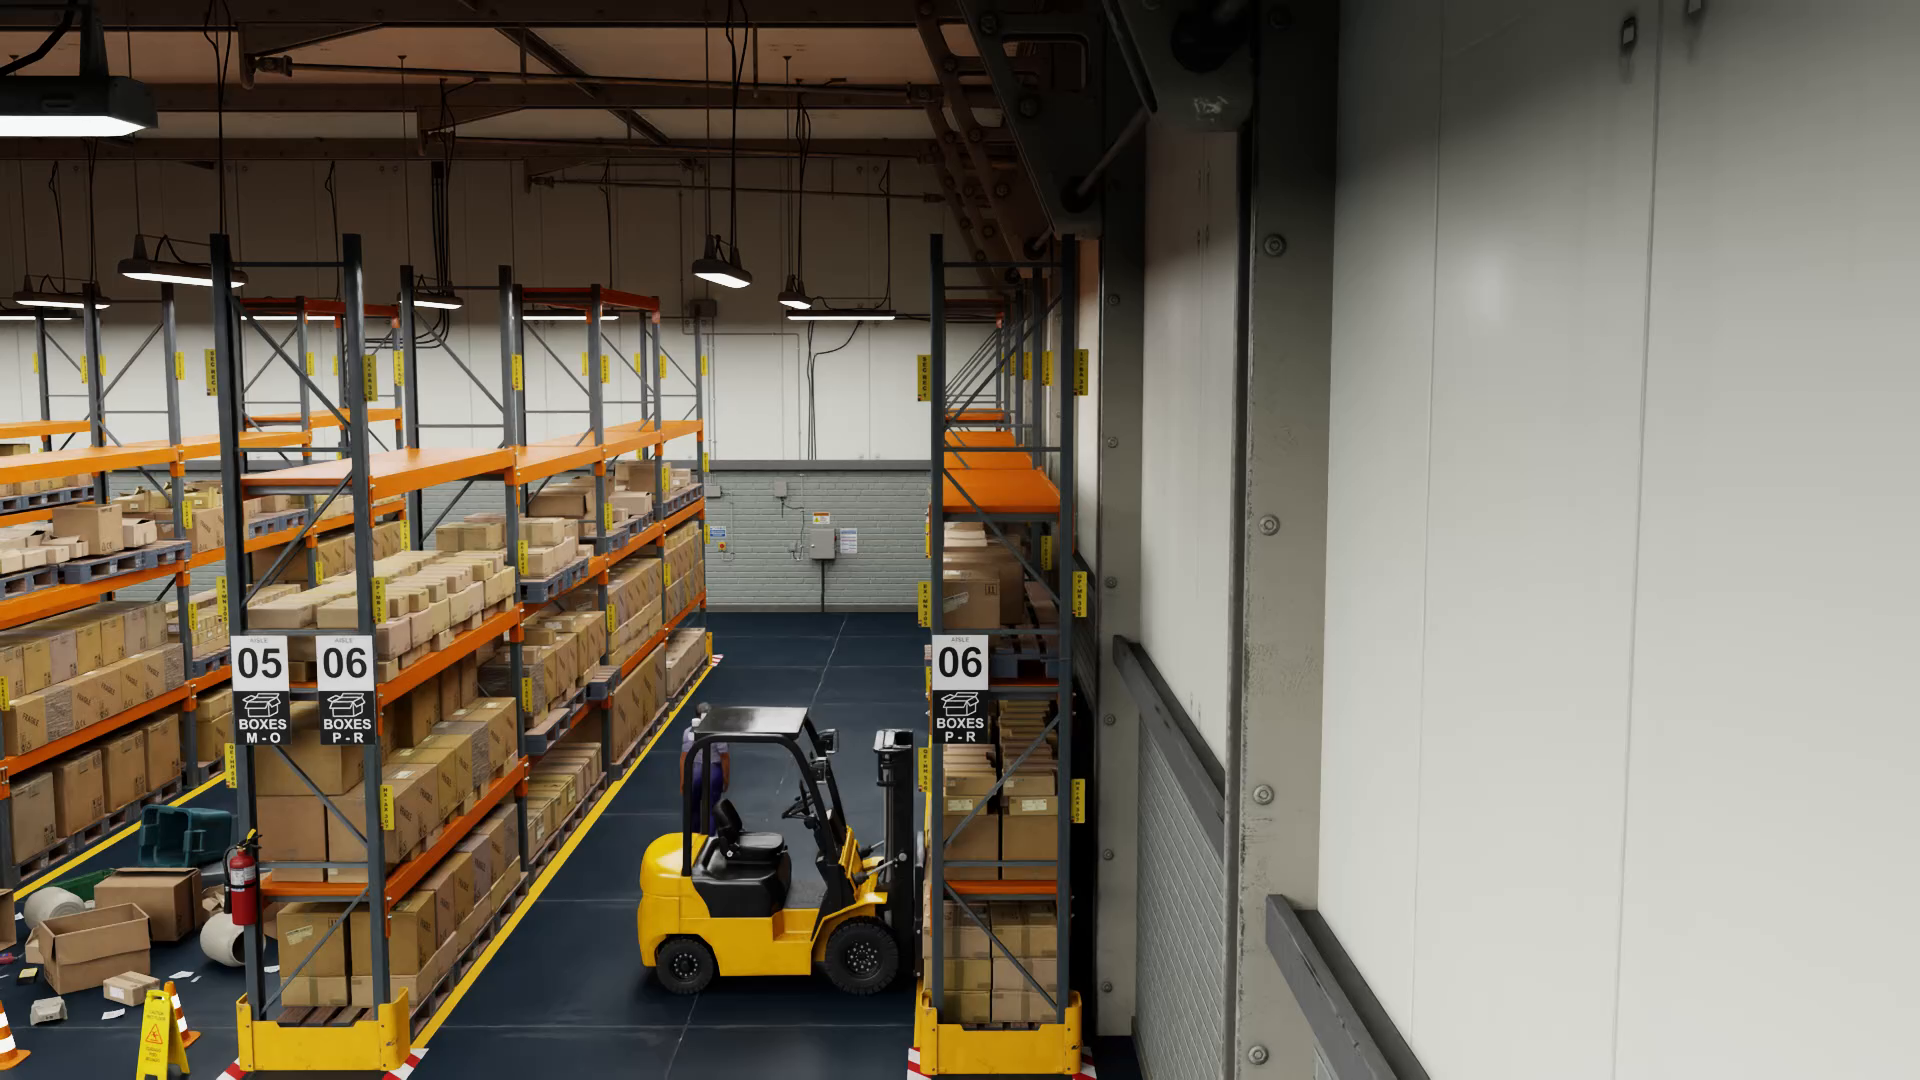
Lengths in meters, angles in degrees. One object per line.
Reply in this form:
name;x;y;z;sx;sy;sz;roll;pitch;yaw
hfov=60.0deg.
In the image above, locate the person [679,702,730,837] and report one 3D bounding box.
person;-2.615;2.509;17.059;0.514;1.682;0.606;-1;6;-5
